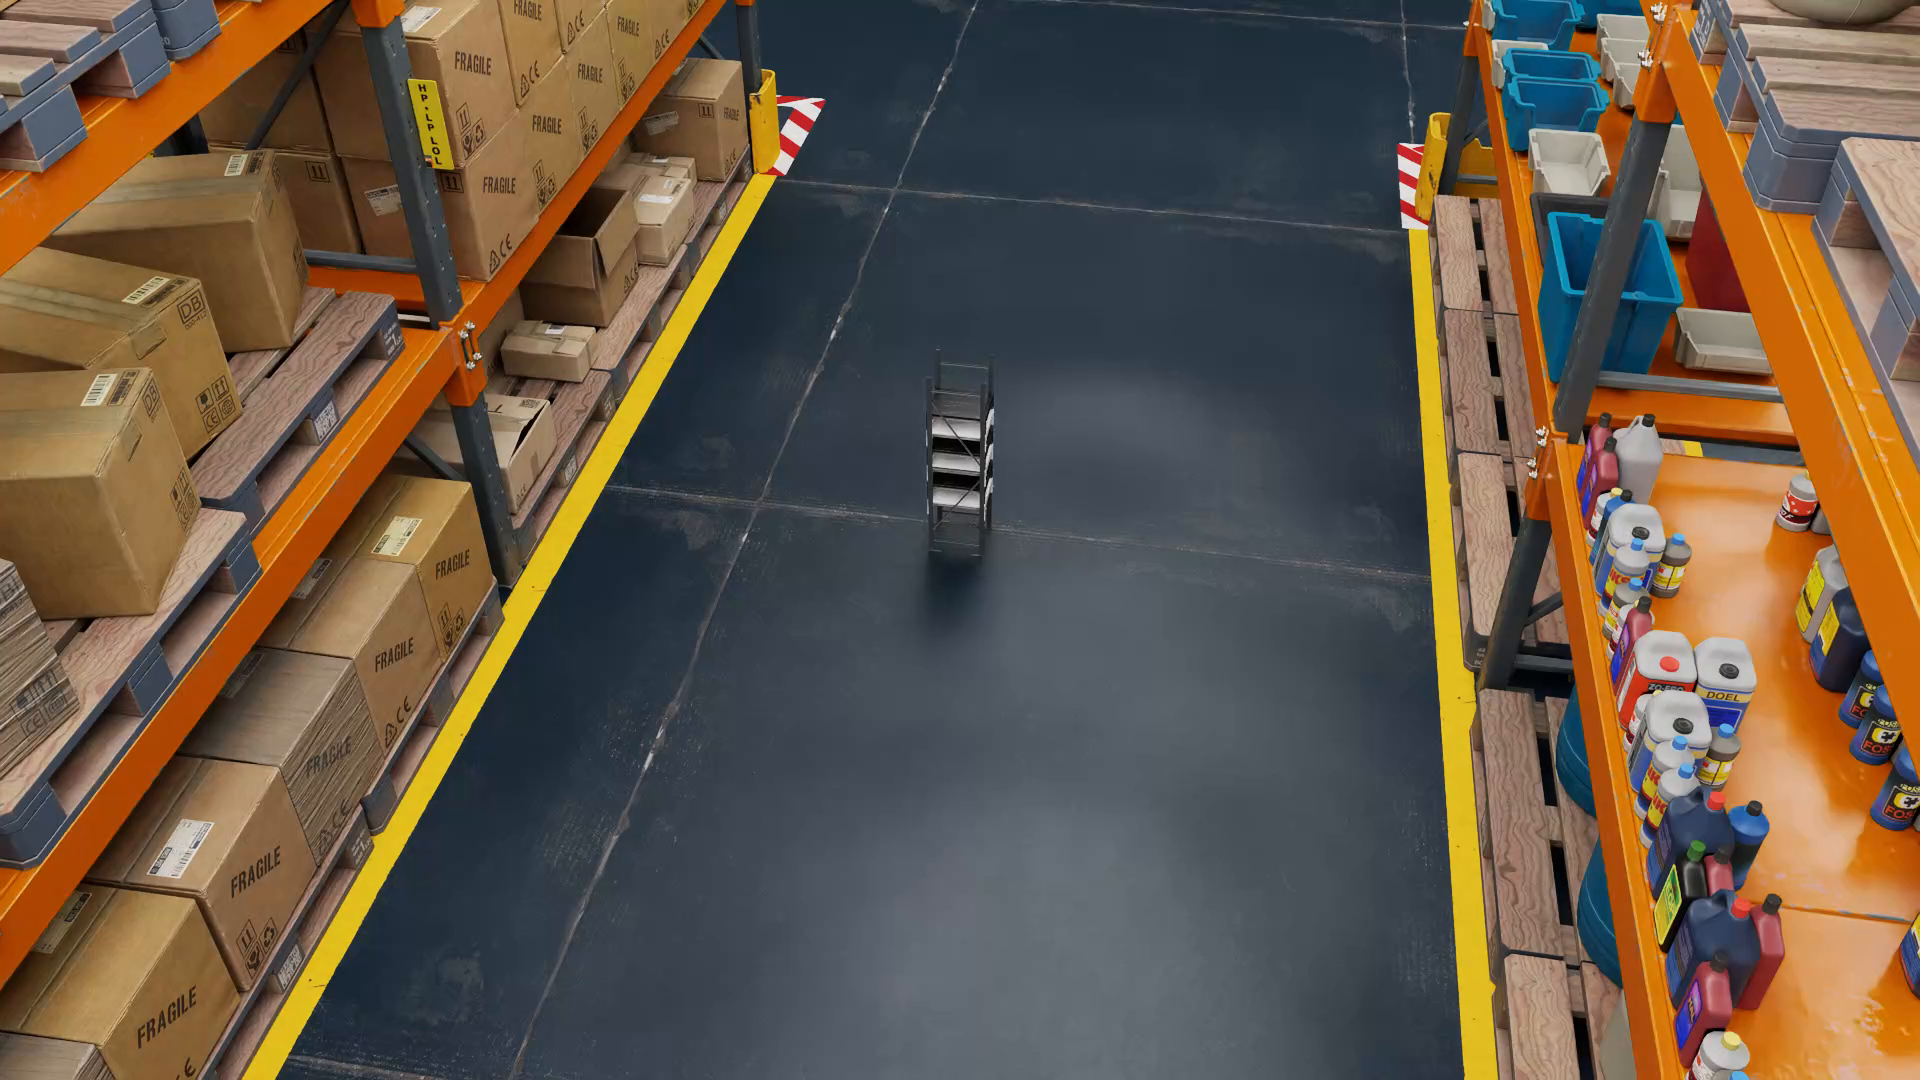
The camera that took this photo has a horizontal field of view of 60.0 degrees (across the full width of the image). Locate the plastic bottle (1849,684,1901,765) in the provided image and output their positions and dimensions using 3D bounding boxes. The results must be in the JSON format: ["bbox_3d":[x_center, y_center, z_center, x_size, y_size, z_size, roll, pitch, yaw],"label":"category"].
[{"bbox_3d":[2.465,0.472,4.426,0.097,0.271,0.097,0,40,0],"label":"plastic bottle"}]

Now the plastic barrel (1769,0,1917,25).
[{"bbox_3d":[2.177,-1.556,3.988,0.433,0.535,0.433,0,40,0],"label":"plastic barrel"}]

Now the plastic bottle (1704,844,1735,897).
[{"bbox_3d":[1.785,0.855,3.953,0.061,0.283,0.133,6,40,8],"label":"plastic bottle"}]

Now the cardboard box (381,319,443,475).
[{"bbox_3d":[-2.544,-0.632,7.277,0.500,0.500,0.500,6,40,8],"label":"cardboard box"}]

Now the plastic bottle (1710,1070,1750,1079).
[{"bbox_3d":[1.651,1.215,3.582,0.097,0.201,0.097,0,40,0],"label":"plastic bottle"}]

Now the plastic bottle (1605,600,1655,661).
[{"bbox_3d":[1.915,0.258,4.740,0.097,0.201,0.097,0,40,0],"label":"plastic bottle"}]

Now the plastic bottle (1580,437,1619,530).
[{"bbox_3d":[2.008,-0.177,5.202,0.061,0.283,0.133,6,40,8],"label":"plastic bottle"}]

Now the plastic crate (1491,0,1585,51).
[{"bbox_3d":[2.726,-2.426,7.915,0.416,0.233,0.300,6,40,8],"label":"plastic crate"}]

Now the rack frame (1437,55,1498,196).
[{"bbox_3d":[3.207,-2.999,8.524,1.000,3.000,0.127,6,40,8],"label":"rack frame"}]

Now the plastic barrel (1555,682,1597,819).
[{"bbox_3d":[2.404,0.498,5.611,0.600,0.901,0.708,6,40,8],"label":"plastic barrel"}]

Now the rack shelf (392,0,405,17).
[{"bbox_3d":[-2.017,-3.171,6.942,1.077,0.370,4.000,6,40,8],"label":"rack shelf"}]

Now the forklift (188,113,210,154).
[{"bbox_3d":[-4.134,-3.441,9.112,1.130,2.935,3.031,9,40,10],"label":"forklift"}]

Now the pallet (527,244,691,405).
[{"bbox_3d":[-2.035,-1.161,8.489,1.003,0.211,1.213,6,40,8],"label":"pallet"}]

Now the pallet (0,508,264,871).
[{"bbox_3d":[-2.724,0.326,4.652,1.003,0.211,1.213,6,40,8],"label":"pallet"}]

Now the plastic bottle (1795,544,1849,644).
[{"bbox_3d":[2.536,0.127,4.781,0.144,0.351,0.185,6,40,8],"label":"plastic bottle"}]

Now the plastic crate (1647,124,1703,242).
[{"bbox_3d":[2.960,-1.404,6.640,0.437,0.282,0.530,6,40,8],"label":"plastic crate"}]

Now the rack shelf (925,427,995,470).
[{"bbox_3d":[0.001,-0.396,6.933,0.258,0.077,0.200,6,40,8],"label":"rack shelf"}]

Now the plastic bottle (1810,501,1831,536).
[{"bbox_3d":[2.765,-0.158,5.184,0.152,0.276,0.135,6,40,8],"label":"plastic bottle"}]

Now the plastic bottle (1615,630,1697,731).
[{"bbox_3d":[1.899,0.389,4.523,0.152,0.276,0.135,6,40,8],"label":"plastic bottle"}]

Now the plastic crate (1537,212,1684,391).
[{"bbox_3d":[2.260,-0.836,5.873,0.392,0.384,0.575,6,40,8],"label":"plastic crate"}]

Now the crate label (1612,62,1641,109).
[{"bbox_3d":[3.156,-2.031,7.513,0.396,0.136,0.243,6,40,8],"label":"crate label"}]

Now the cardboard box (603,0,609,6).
[{"bbox_3d":[-1.738,-2.697,7.294,0.500,0.500,0.500,8,40,9],"label":"cardboard box"}]

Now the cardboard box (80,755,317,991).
[{"bbox_3d":[-2.433,1.041,5.253,0.500,0.500,0.500,5,40,6],"label":"cardboard box"}]

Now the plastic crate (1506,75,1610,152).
[{"bbox_3d":[2.560,-1.825,7.187,0.416,0.233,0.300,6,40,8],"label":"plastic crate"}]

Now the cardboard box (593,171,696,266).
[{"bbox_3d":[-1.717,-1.696,8.760,0.500,0.250,0.500,6,40,8],"label":"cardboard box"}]

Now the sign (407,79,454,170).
[{"bbox_3d":[-1.816,-1.425,5.710,0.100,0.325,0.005,6,40,8],"label":"sign"}]

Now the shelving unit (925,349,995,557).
[{"bbox_3d":[0.001,-0.352,6.969,0.258,0.900,0.210,6,40,8],"label":"shelving unit"}]

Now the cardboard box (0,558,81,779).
[{"bbox_3d":[-2.711,0.312,4.111,0.700,0.500,0.500,14,42,16],"label":"cardboard box"}]

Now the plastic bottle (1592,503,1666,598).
[{"bbox_3d":[1.996,0.037,4.948,0.152,0.276,0.135,6,40,8],"label":"plastic bottle"}]

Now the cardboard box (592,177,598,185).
[{"bbox_3d":[-2.218,-1.720,8.789,0.500,0.250,0.500,6,40,8],"label":"cardboard box"}]

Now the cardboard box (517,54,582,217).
[{"bbox_3d":[-1.921,-1.687,6.858,0.500,0.500,0.500,7,40,8],"label":"cardboard box"}]

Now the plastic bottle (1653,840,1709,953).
[{"bbox_3d":[1.725,0.848,3.961,0.061,0.283,0.133,6,40,8],"label":"plastic bottle"}]

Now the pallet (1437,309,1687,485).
[{"bbox_3d":[2.813,-0.648,7.868,1.003,0.211,1.213,6,40,8],"label":"pallet"}]

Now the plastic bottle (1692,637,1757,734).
[{"bbox_3d":[2.049,0.405,4.503,0.152,0.276,0.135,6,40,8],"label":"plastic bottle"}]

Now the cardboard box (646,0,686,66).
[{"bbox_3d":[-1.659,-2.637,8.007,0.500,0.500,0.500,7,40,8],"label":"cardboard box"}]

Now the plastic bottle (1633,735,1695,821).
[{"bbox_3d":[1.812,0.606,4.264,0.097,0.271,0.097,0,40,0],"label":"plastic bottle"}]

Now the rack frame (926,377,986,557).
[{"bbox_3d":[-0.016,-0.288,6.892,0.240,0.900,0.006,6,40,8],"label":"rack frame"}]

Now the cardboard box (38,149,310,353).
[{"bbox_3d":[-2.666,-0.965,5.655,0.700,0.500,0.500,-6,40,-7],"label":"cardboard box"}]

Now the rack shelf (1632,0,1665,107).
[{"bbox_3d":[2.861,-2.623,6.279,1.077,0.370,4.000,6,40,8],"label":"rack shelf"}]

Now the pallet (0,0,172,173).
[{"bbox_3d":[-2.722,-1.068,3.981,1.213,0.211,1.003,6,40,8],"label":"pallet"}]

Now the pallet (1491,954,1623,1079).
[{"bbox_3d":[2.131,1.833,4.867,1.003,0.211,1.213,6,40,8],"label":"pallet"}]

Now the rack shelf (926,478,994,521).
[{"bbox_3d":[0.001,-0.187,7.105,0.258,0.077,0.200,6,40,8],"label":"rack shelf"}]

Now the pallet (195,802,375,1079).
[{"bbox_3d":[-2.676,1.320,5.488,1.003,0.211,1.213,6,40,8],"label":"pallet"}]

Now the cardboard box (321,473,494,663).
[{"bbox_3d":[-2.166,0.098,6.394,0.500,0.500,0.500,6,40,7],"label":"cardboard box"}]

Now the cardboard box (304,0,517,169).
[{"bbox_3d":[-2.005,-1.726,6.120,0.500,0.500,0.500,7,40,9],"label":"cardboard box"}]

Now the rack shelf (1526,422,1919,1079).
[{"bbox_3d":[2.169,1.044,4.198,1.077,0.370,4.000,6,40,8],"label":"rack shelf"}]
